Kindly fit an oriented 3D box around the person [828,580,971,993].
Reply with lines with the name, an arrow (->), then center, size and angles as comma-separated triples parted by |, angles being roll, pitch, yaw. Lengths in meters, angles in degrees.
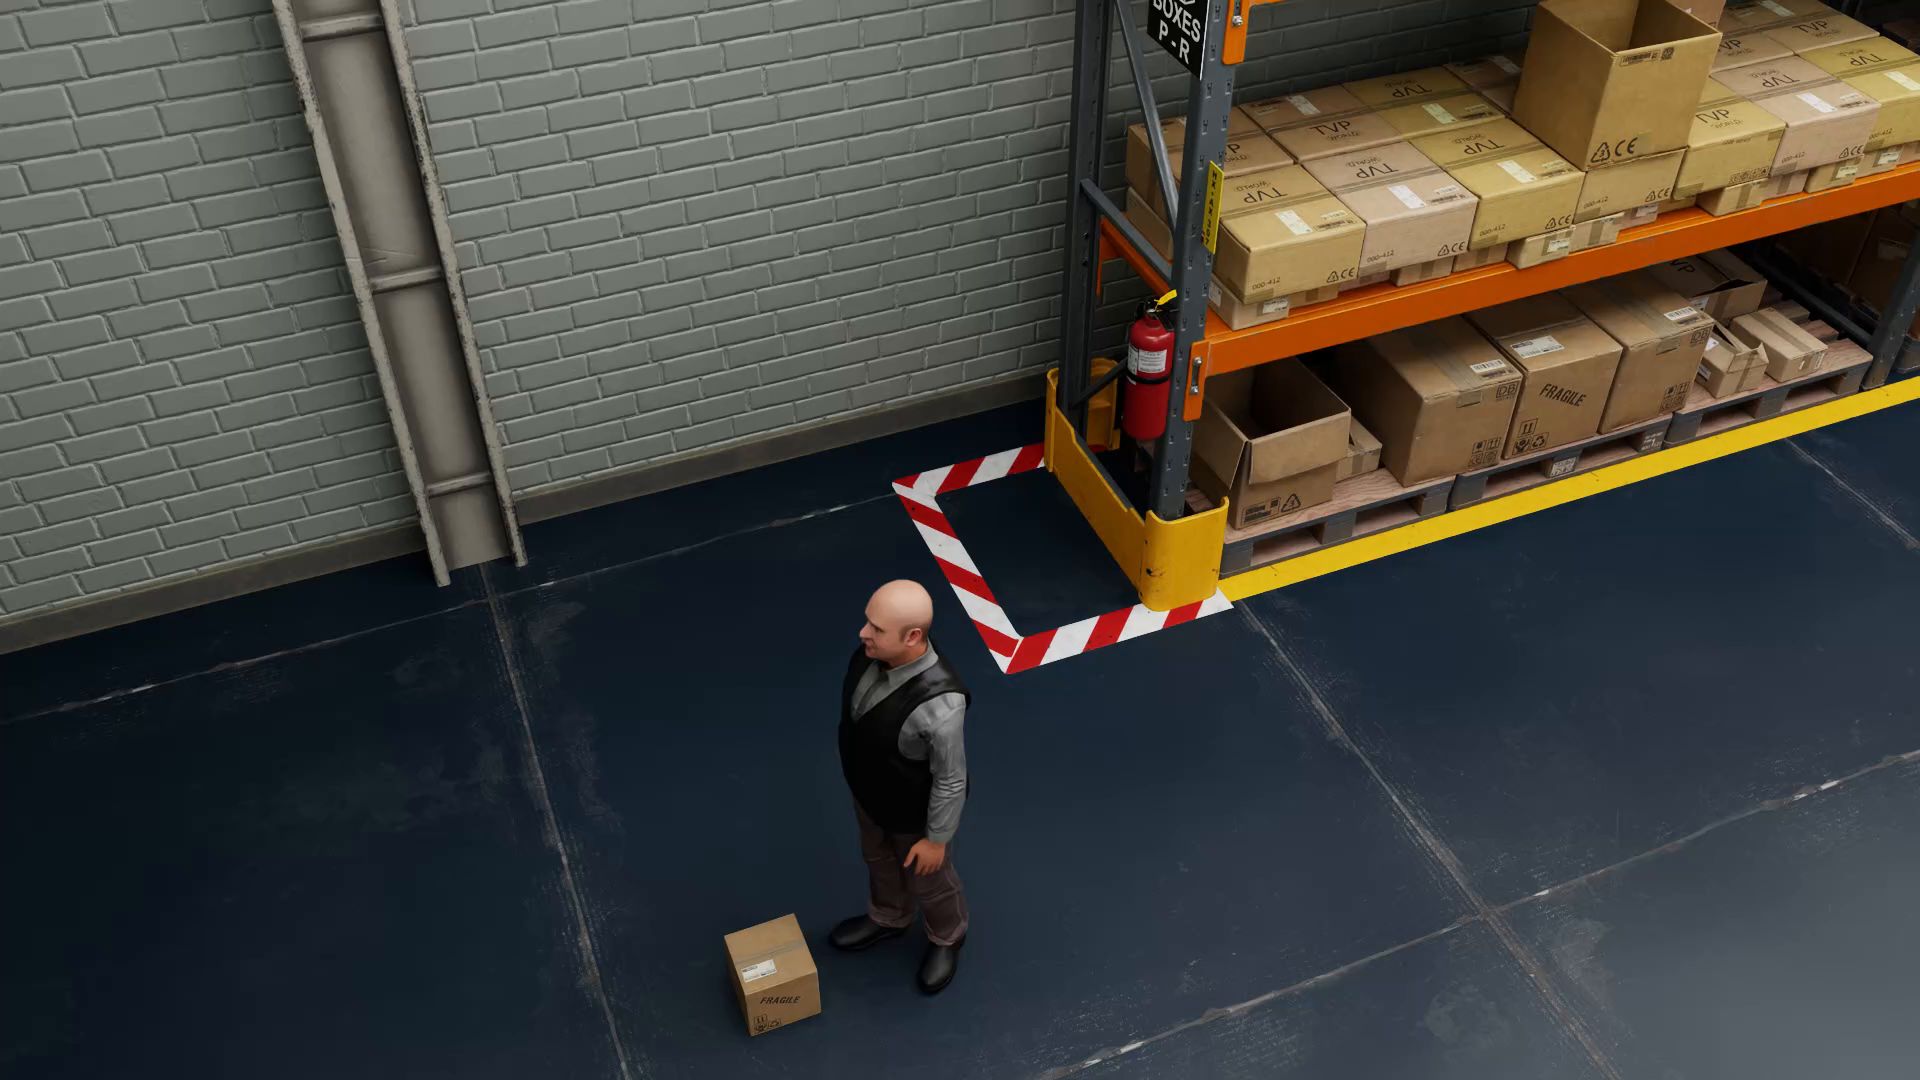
person -> -0.187, 0.803, 5.258 | 0.455, 1.724, 0.560 | -21, 46, -22
